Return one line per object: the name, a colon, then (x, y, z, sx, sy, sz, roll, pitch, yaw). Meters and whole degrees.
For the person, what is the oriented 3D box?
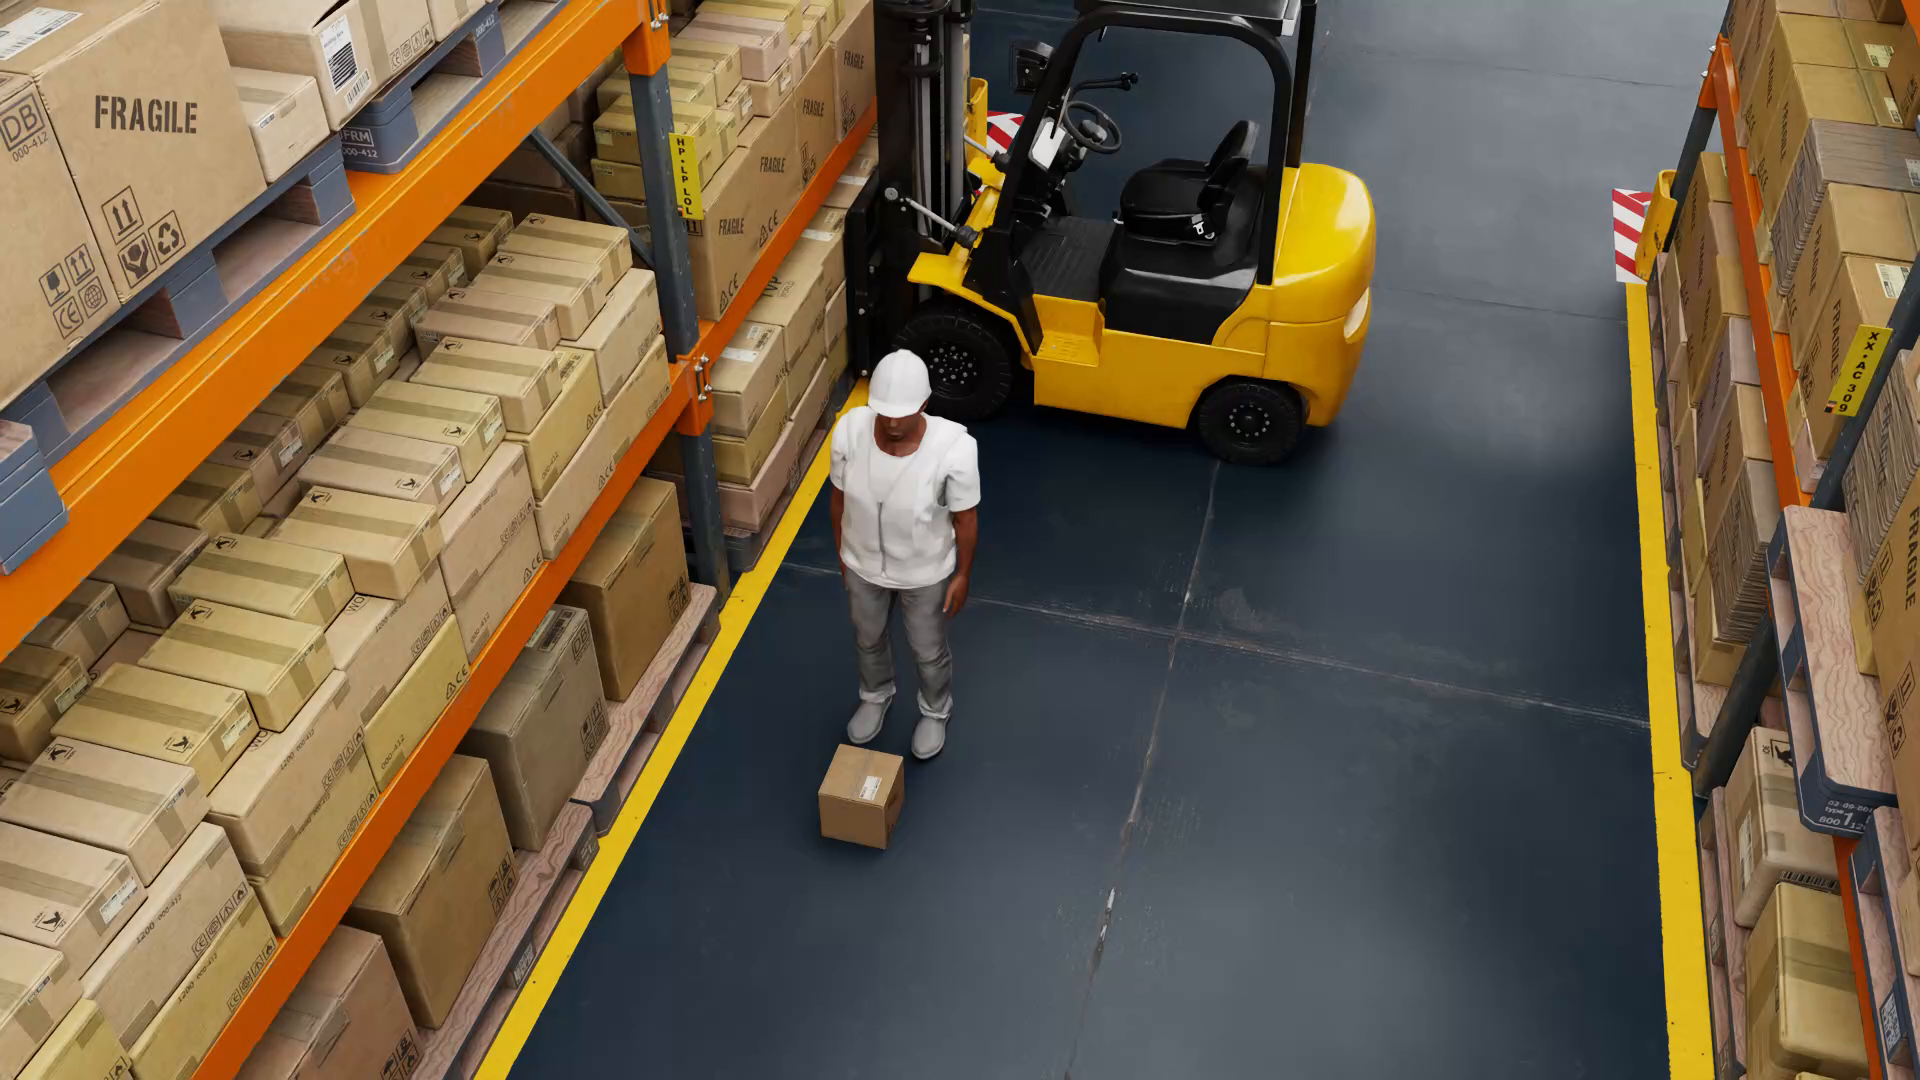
person: (-0.205, 0.107, 6.054, 0.591, 1.718, 0.453, 12, 42, 14)
